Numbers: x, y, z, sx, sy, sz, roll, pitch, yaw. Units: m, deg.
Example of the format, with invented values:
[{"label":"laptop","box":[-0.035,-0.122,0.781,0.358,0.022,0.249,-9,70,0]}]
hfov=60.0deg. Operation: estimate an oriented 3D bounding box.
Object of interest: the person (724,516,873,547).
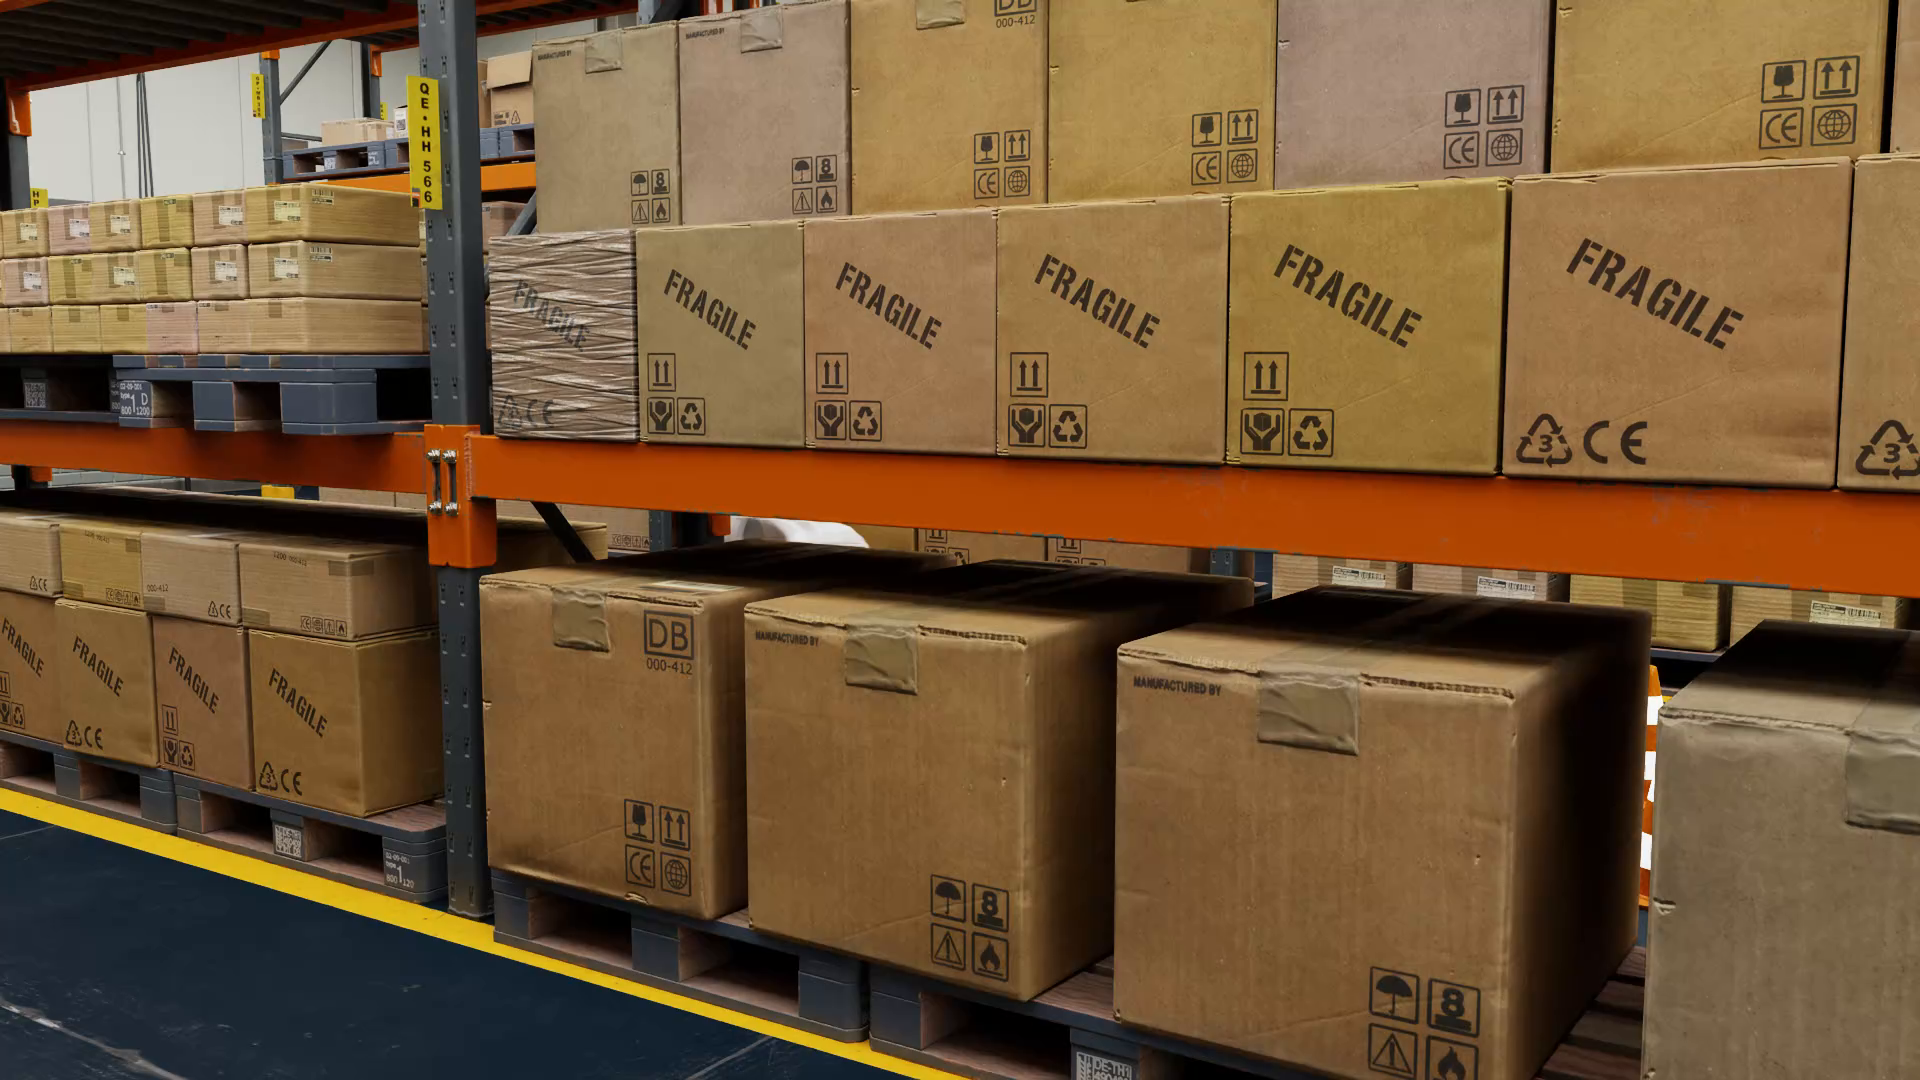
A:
[{"label":"person","box":[-0.862,0.179,7.469,0.958,1.021,0.519,4,7,31]}]
